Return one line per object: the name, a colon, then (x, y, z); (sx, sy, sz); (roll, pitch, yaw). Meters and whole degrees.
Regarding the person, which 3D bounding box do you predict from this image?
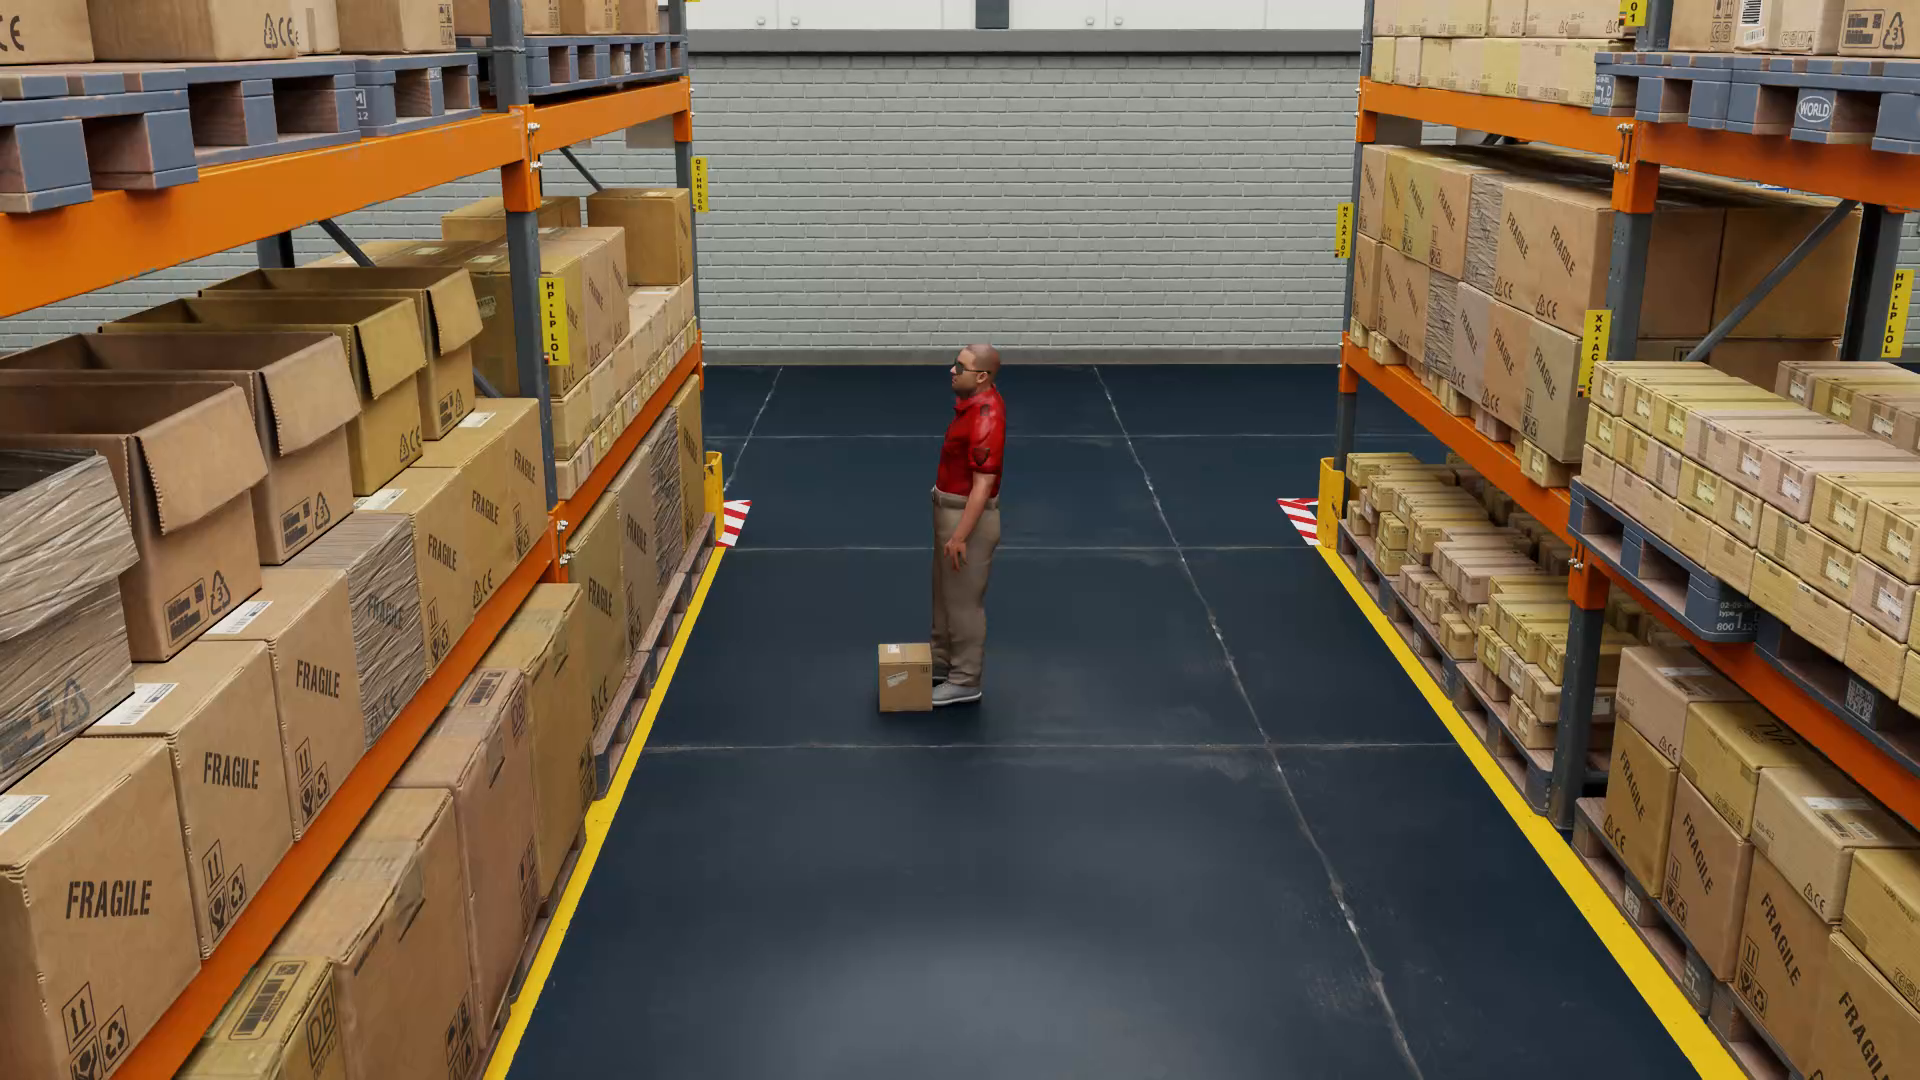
person: (-0.061, -0.070, 7.770); (0.550, 1.728, 0.642); (0, 17, -1)
